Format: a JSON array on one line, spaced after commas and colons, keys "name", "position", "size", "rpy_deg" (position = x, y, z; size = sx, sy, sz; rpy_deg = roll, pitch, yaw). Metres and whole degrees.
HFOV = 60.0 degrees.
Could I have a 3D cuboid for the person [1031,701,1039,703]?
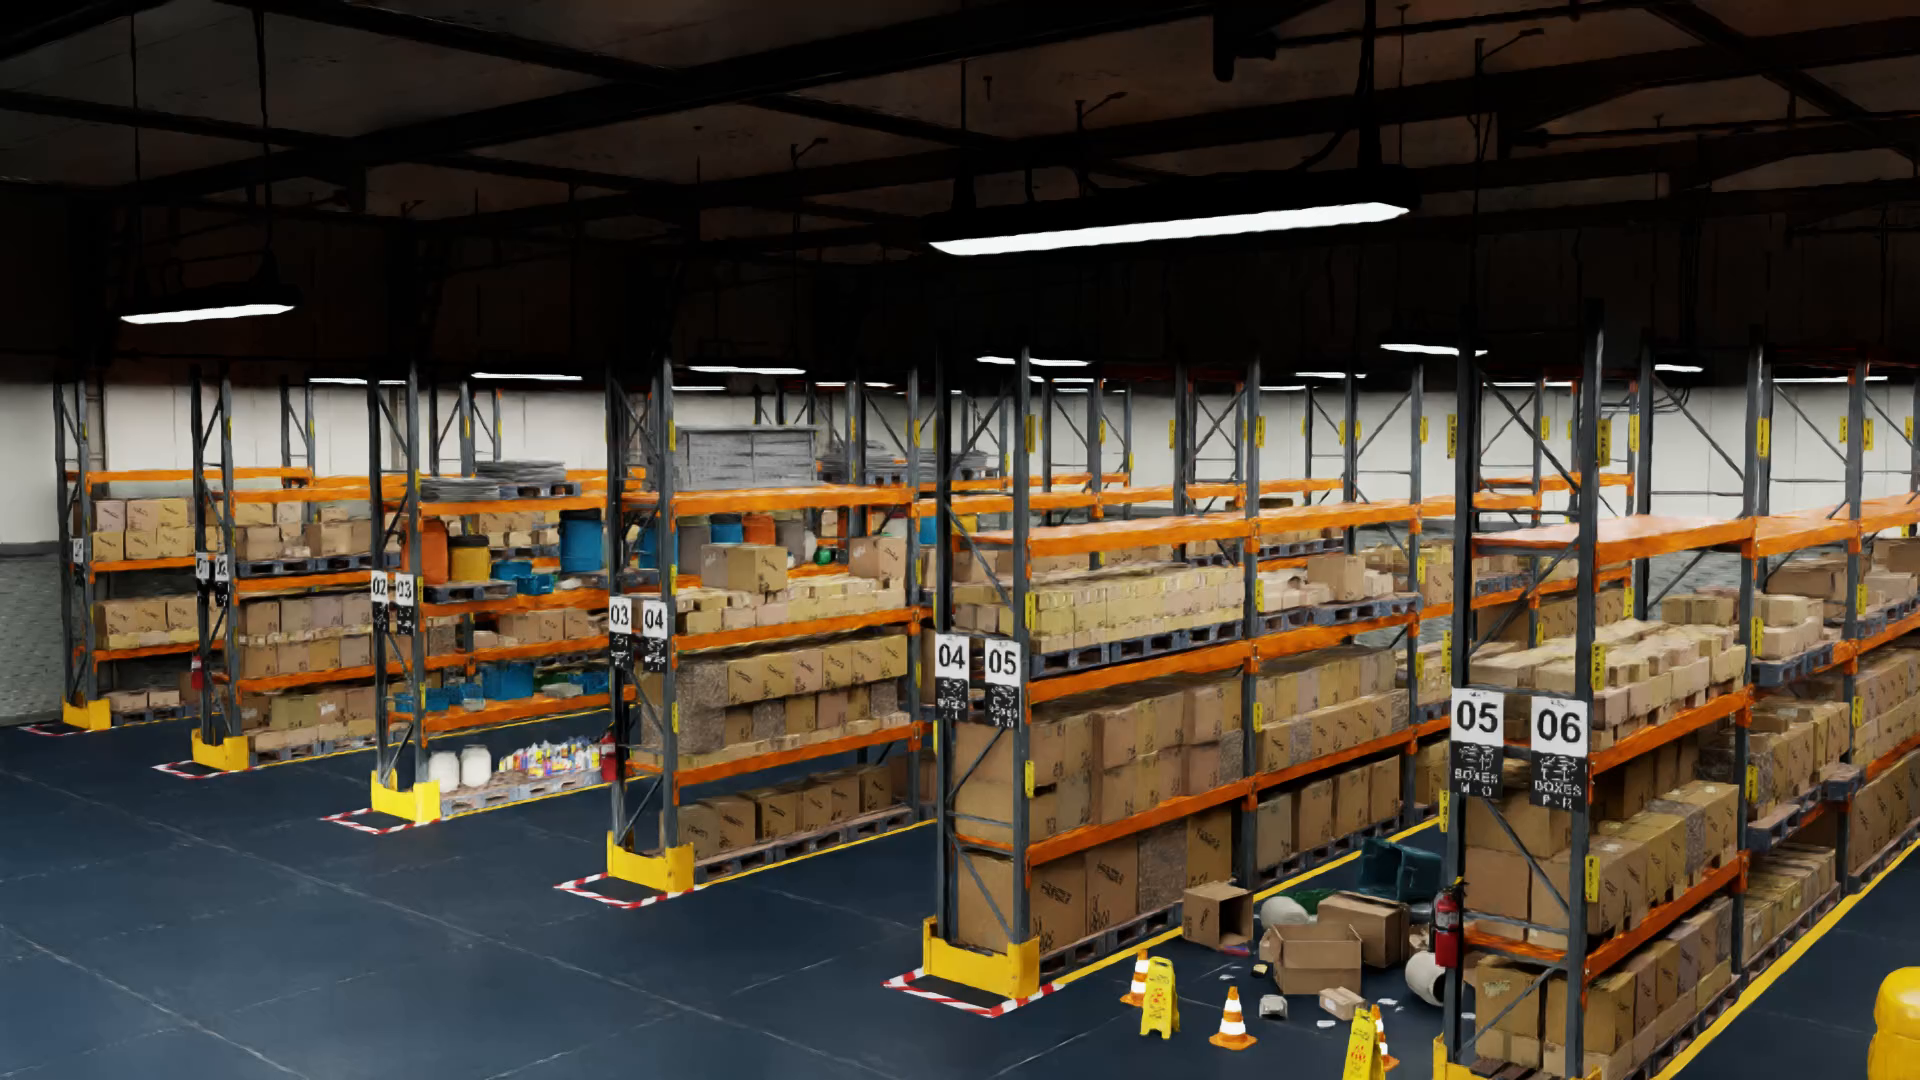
[{"name": "person", "position": [0.967, 2.809, 20.800], "size": [0.710, 1.703, 0.836], "rpy_deg": [2, 5, 24]}]
